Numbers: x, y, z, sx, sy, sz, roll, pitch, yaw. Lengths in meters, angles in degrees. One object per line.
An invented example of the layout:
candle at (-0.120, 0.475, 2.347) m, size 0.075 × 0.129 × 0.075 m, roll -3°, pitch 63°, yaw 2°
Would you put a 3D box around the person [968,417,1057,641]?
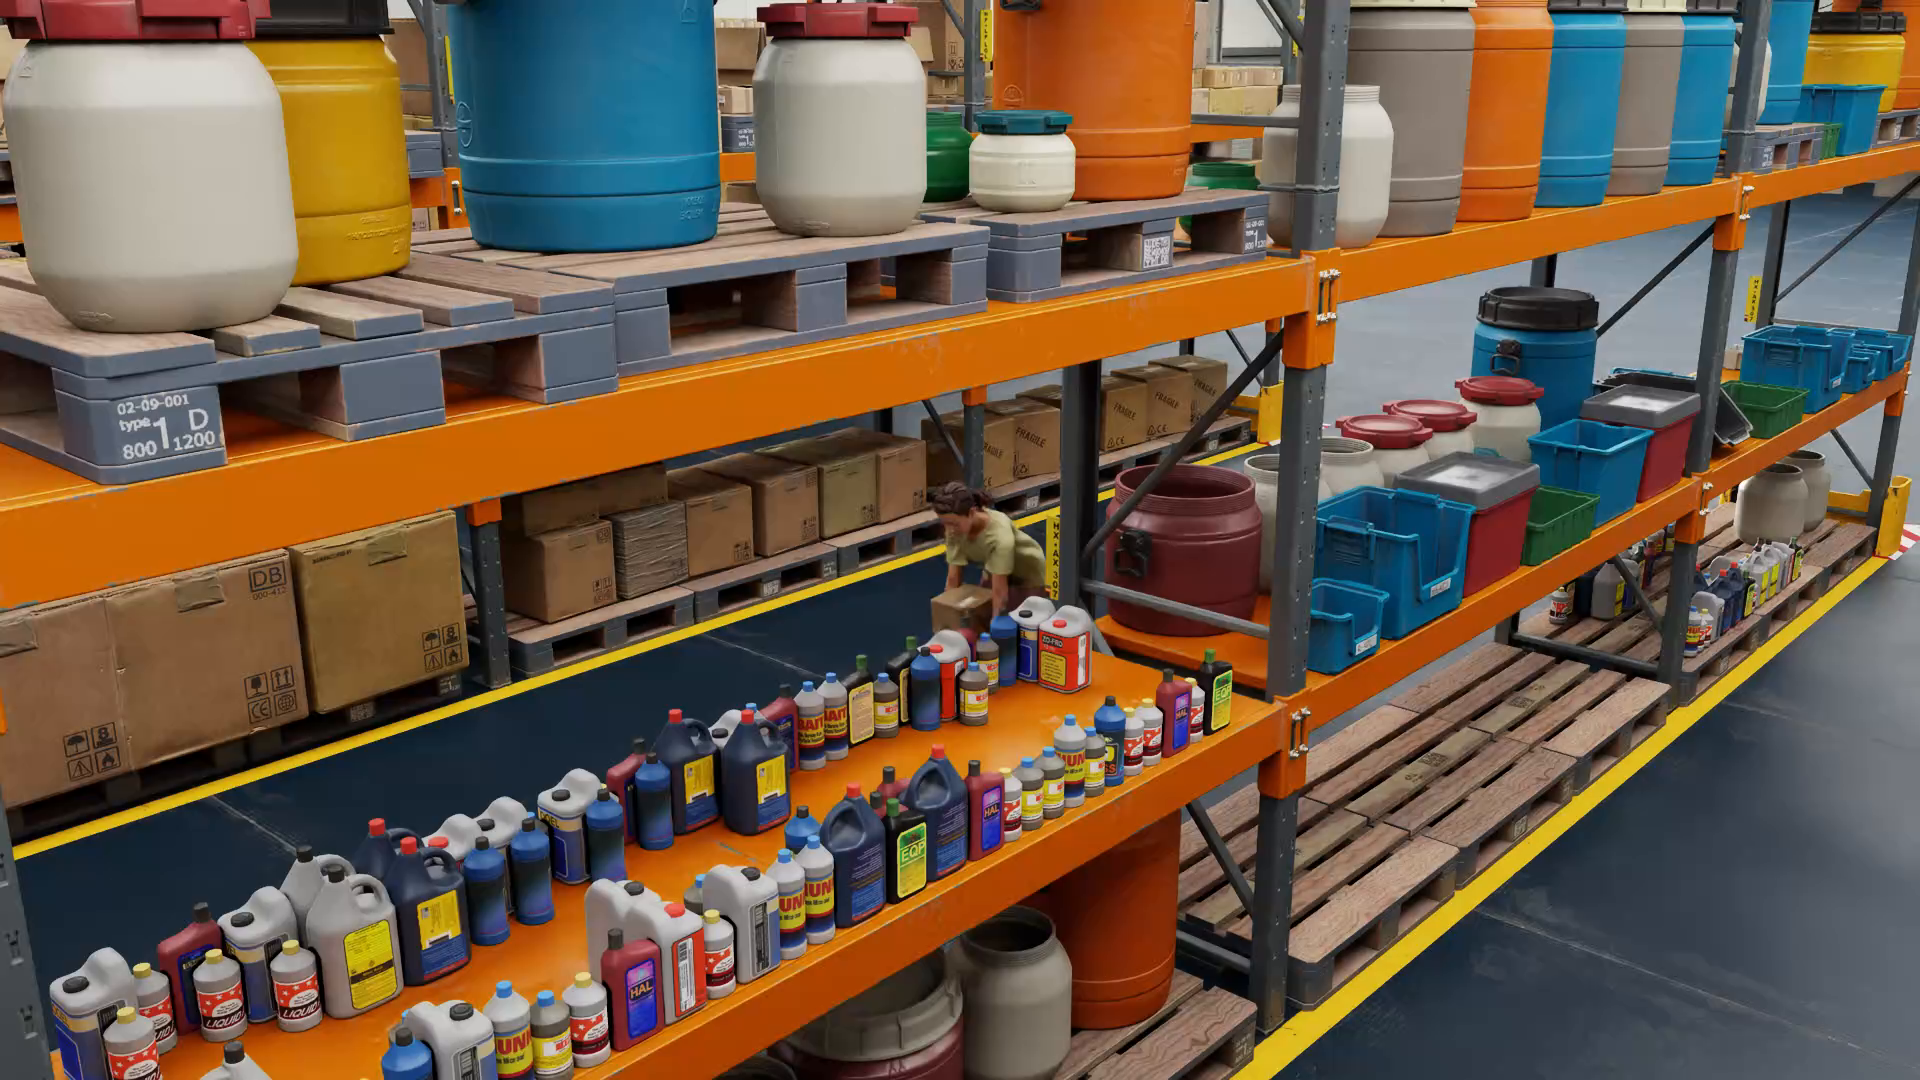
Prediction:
person at (0.246, 0.214, 8.342) m, size 0.466 × 1.675 × 0.452 m, roll 14°, pitch 22°, yaw 39°
